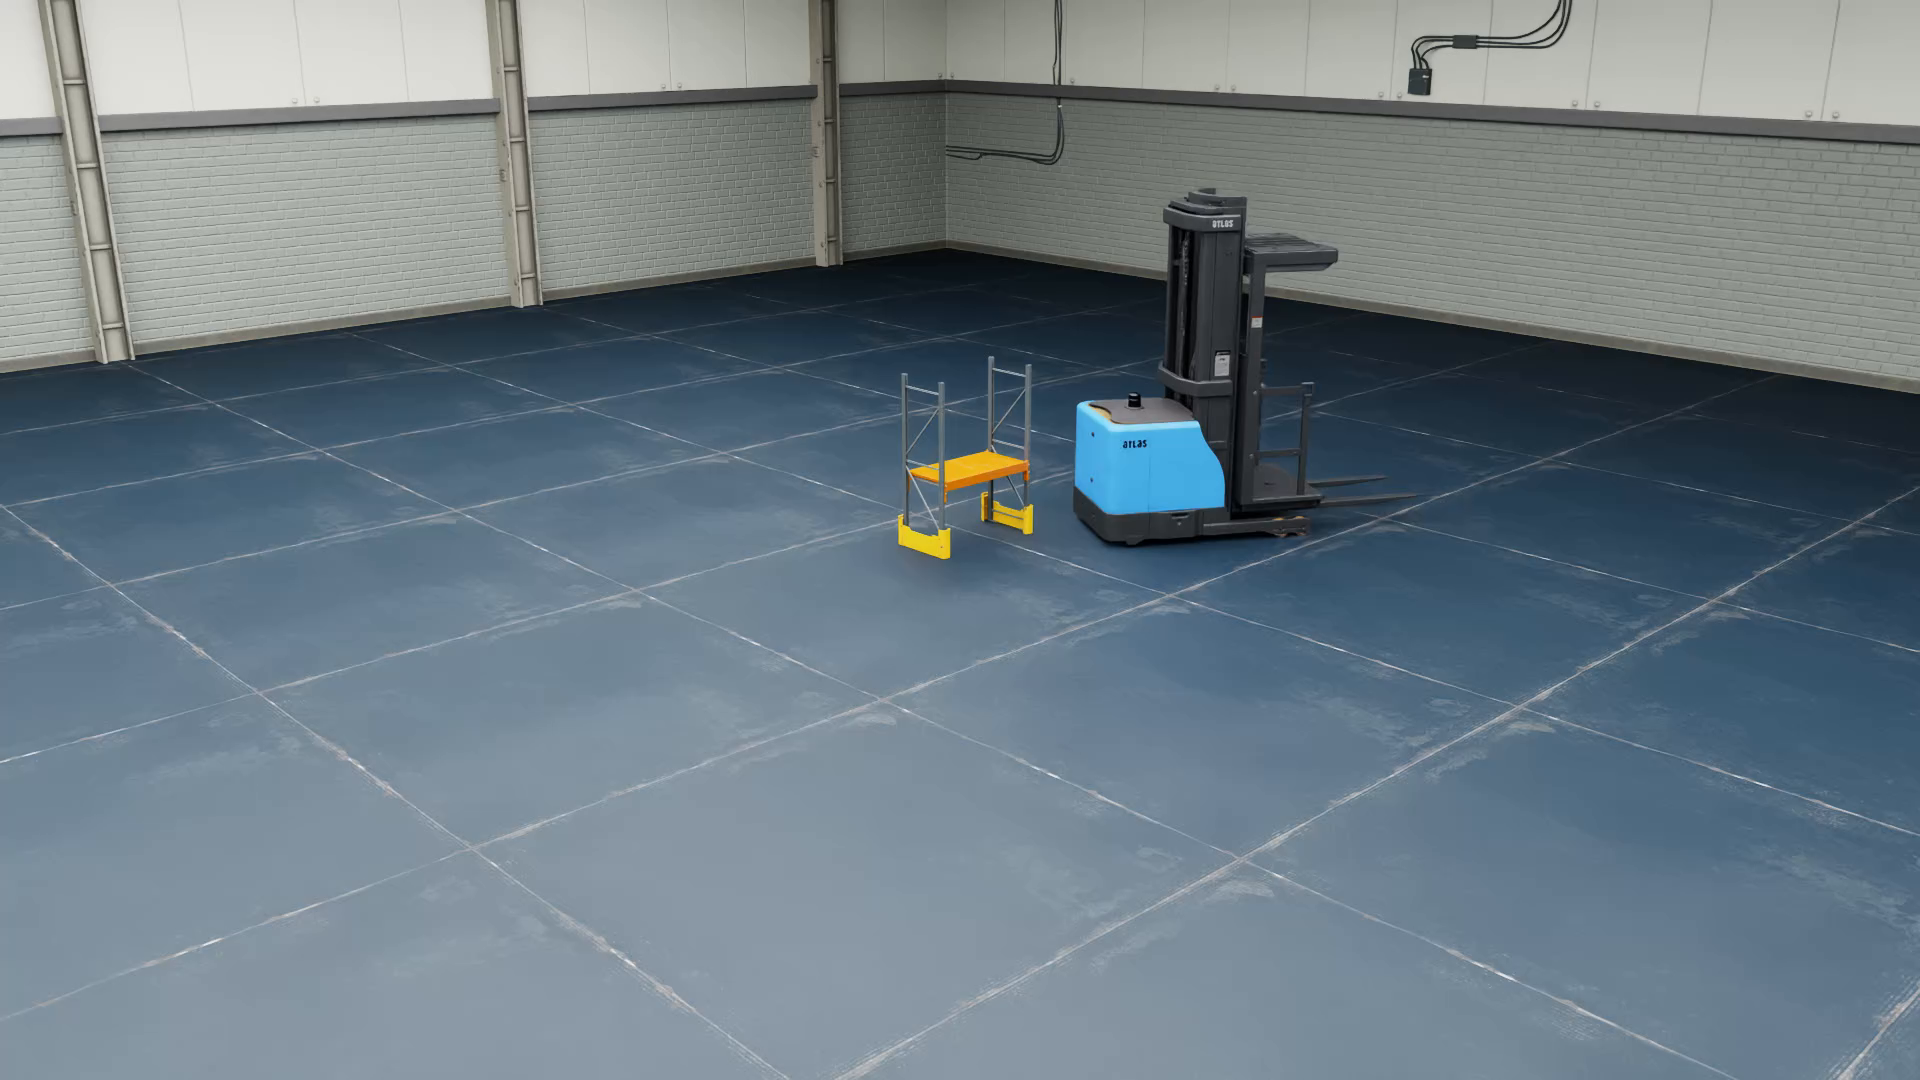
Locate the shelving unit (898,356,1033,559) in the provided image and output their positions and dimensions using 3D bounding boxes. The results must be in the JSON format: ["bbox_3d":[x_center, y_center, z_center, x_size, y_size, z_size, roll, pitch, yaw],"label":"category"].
[{"bbox_3d":[0.055,-0.730,14.303,1.083,1.500,0.587,-16,24,-41],"label":"shelving unit"}]

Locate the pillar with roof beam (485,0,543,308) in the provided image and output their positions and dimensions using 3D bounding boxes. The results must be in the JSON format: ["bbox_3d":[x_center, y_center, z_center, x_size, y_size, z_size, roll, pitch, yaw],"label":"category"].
[{"bbox_3d":[-3.732,-6.947,21.319,0.400,9.000,9.100,-16,24,-41],"label":"pillar with roof beam"}]

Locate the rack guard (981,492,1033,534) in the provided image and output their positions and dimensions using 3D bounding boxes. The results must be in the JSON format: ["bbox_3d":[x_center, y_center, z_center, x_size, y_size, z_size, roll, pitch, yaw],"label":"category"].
[{"bbox_3d":[0.417,-0.241,14.821,0.087,0.250,0.587,-16,24,-41],"label":"rack guard"}]

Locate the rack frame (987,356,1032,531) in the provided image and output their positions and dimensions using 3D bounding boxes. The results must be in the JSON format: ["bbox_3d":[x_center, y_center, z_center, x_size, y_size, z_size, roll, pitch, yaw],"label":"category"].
[{"bbox_3d":[0.431,-0.839,14.641,0.032,1.500,0.500,-16,24,-41],"label":"rack frame"}]

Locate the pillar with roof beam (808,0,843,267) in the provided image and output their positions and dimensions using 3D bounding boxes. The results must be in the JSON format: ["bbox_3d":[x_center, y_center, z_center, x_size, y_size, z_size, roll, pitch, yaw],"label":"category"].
[{"bbox_3d":[0.627,-8.218,25.241,0.400,9.000,9.100,-16,24,-41],"label":"pillar with roof beam"}]

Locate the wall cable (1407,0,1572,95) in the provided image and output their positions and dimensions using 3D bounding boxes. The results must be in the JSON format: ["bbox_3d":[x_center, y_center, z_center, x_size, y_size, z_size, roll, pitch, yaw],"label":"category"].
[{"bbox_3d":[7.230,-8.998,22.131,0.169,6.003,2.305,-16,24,-41],"label":"wall cable"}]

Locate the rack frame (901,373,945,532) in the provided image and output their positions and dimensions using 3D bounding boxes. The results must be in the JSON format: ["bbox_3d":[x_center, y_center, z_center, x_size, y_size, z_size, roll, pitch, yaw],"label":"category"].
[{"bbox_3d":[-0.307,-0.624,13.977,0.032,1.500,0.500,-16,24,-41],"label":"rack frame"}]

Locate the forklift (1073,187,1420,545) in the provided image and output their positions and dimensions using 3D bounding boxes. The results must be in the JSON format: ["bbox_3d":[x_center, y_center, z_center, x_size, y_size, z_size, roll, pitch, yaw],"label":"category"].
[{"bbox_3d":[2.600,-1.574,14.586,3.031,2.935,1.130,-4,18,-13],"label":"forklift"}]

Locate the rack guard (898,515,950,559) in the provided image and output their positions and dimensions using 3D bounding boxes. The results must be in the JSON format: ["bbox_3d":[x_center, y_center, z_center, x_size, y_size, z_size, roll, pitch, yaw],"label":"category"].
[{"bbox_3d":[-0.306,-0.030,14.170,0.087,0.250,0.587,-16,24,-41],"label":"rack guard"}]

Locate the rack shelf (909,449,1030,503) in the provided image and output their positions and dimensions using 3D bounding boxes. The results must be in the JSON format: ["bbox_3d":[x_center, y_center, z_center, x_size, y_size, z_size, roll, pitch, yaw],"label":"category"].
[{"bbox_3d":[0.062,-0.560,14.365,1.000,0.185,0.538,-16,24,-41],"label":"rack shelf"}]

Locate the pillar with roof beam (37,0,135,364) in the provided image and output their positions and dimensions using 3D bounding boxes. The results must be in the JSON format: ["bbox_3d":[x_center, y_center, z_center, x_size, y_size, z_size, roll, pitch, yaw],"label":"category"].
[{"bbox_3d":[-8.092,-5.675,17.398,0.400,9.000,9.100,-16,24,-41],"label":"pillar with roof beam"}]

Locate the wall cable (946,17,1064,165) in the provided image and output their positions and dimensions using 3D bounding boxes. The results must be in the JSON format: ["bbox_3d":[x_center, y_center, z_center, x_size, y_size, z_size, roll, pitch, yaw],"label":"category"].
[{"bbox_3d":[0.719,-8.034,29.707,0.112,2.526,3.097,-16,24,-41],"label":"wall cable"}]

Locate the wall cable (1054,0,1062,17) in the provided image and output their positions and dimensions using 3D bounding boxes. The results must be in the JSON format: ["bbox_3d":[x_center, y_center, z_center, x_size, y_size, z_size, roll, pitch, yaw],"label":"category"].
[{"bbox_3d":[2.577,-9.830,27.058,0.112,2.526,3.097,-16,24,-41],"label":"wall cable"}]
